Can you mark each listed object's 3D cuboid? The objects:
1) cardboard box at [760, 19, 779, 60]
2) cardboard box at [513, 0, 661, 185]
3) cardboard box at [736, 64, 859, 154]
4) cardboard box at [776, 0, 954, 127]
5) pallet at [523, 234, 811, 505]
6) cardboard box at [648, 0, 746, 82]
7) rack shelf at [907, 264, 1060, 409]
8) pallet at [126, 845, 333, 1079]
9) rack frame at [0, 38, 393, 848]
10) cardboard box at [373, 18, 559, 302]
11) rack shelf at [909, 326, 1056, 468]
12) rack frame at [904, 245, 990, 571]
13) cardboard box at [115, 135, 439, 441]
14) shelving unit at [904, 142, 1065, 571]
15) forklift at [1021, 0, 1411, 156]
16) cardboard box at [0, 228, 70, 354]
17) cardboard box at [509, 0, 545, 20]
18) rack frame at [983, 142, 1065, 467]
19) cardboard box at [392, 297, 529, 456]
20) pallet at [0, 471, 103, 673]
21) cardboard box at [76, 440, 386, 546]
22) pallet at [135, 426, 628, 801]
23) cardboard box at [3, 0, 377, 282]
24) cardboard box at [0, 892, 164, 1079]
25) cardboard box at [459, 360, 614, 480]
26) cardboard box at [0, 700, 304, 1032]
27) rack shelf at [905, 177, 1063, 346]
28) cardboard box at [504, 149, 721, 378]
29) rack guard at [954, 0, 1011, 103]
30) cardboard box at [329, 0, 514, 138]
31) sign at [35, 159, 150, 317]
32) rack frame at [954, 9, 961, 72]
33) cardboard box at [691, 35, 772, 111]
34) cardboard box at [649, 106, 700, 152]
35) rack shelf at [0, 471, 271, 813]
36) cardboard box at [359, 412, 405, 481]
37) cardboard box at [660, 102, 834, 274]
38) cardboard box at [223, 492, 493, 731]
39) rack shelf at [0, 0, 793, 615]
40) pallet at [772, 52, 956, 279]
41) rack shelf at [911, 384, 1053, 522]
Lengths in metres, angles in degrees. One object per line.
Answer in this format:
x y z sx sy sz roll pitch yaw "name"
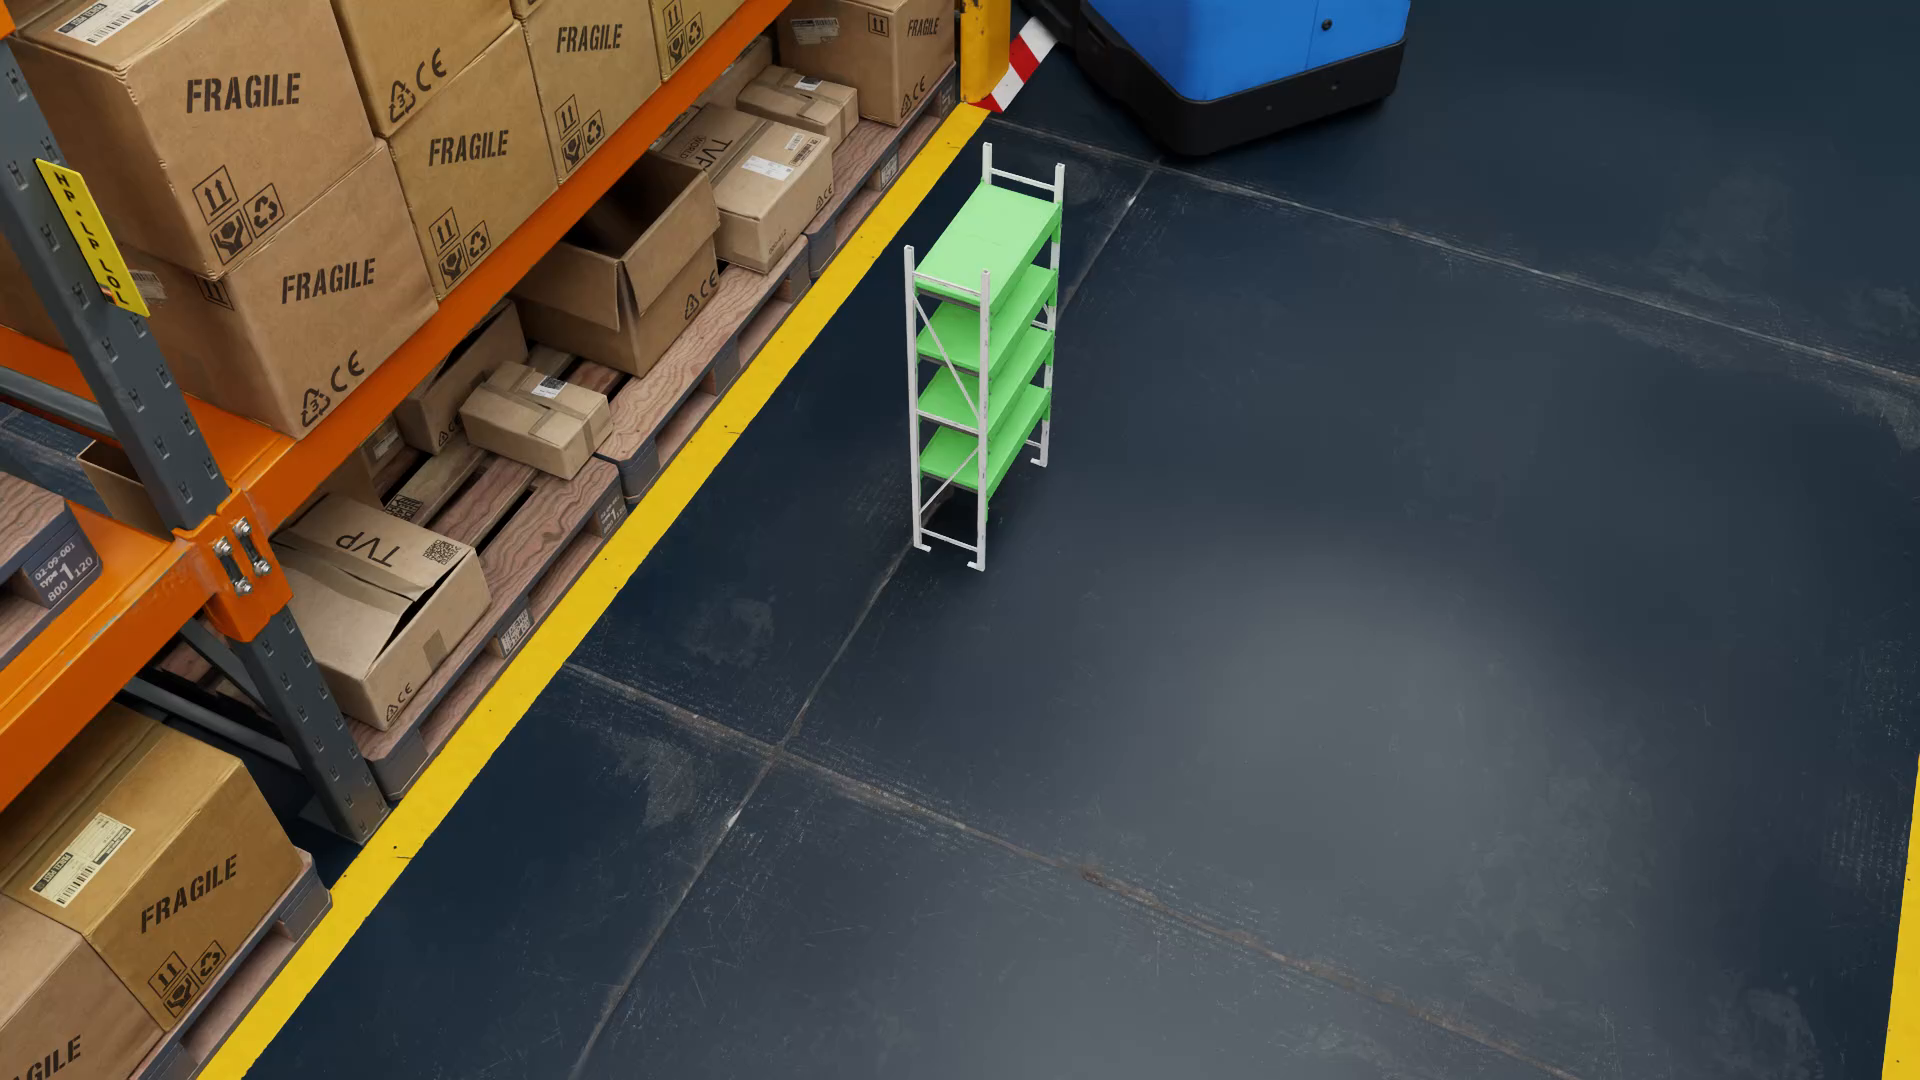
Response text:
-0.939 -1.968 6.527 0.380 0.166 0.250 20 52 16 "cardboard box"
-1.156 -1.330 4.347 0.500 0.500 0.500 20 52 16 "cardboard box"
-0.607 -1.613 6.224 0.380 0.166 0.250 20 52 16 "cardboard box"
-0.352 -1.971 6.310 0.500 0.500 0.500 20 52 16 "cardboard box"
-1.238 -0.750 5.750 1.003 0.211 1.213 20 52 16 "pallet"
-0.940 -1.681 4.645 0.500 0.500 0.500 19 52 16 "cardboard box"
0.071 -0.617 4.756 0.258 0.148 0.480 20 52 16 "rack shelf"
-2.365 1.138 4.143 1.003 0.211 1.213 20 52 16 "pallet"
-2.052 -0.338 3.568 1.000 3.000 0.127 20 52 16 "rack frame"
-1.372 -0.987 4.054 0.500 0.500 0.500 21 53 17 "cardboard box"
0.071 -0.461 4.939 0.258 0.148 0.480 20 52 16 "rack shelf"
-0.034 -0.335 4.747 0.240 1.200 0.015 20 52 16 "rack frame"
-1.588 -0.633 3.753 0.500 0.500 0.500 21 53 17 "cardboard box"
0.071 -0.503 4.890 0.258 1.200 0.503 20 52 16 "shelving unit"
0.651 -3.567 6.361 1.130 2.935 3.031 -21 53 -17 "forklift"
-2.070 -0.798 3.894 0.500 0.500 0.500 21 53 17 "cardboard box"
-1.156 -1.637 3.951 0.500 0.500 0.500 18 52 15 "cardboard box"
0.175 -0.671 5.033 0.240 1.200 0.015 20 52 16 "rack frame"
-1.744 -0.611 5.277 0.500 0.311 0.500 20 52 16 "cardboard box"
-2.492 0.239 3.203 1.003 0.211 1.213 20 52 16 "pallet"
-2.065 -0.155 4.765 0.500 0.500 0.500 20 52 16 "cardboard box"
-1.757 0.093 5.033 1.003 0.211 1.213 20 52 16 "pallet"
-1.596 -0.928 3.348 0.500 0.500 0.500 21 53 17 "cardboard box"
-2.222 1.100 3.697 0.500 0.500 0.500 20 52 16 "cardboard box"
-1.316 -0.380 5.175 0.380 0.166 0.250 20 52 16 "cardboard box"
-2.003 0.762 3.984 0.500 0.500 0.500 20 52 16 "cardboard box"
0.071 -0.772 4.573 0.258 0.148 0.480 20 52 16 "rack shelf"
-1.254 -0.967 5.454 0.797 0.503 0.637 20 52 16 "cardboard box"
-0.375 -2.230 6.820 1.175 0.500 0.348 20 52 16 "rack guard"
-1.376 -1.283 3.650 0.500 0.500 0.500 18 52 15 "cardboard box"
-1.548 -0.535 2.976 0.100 0.325 0.005 20 52 16 "sign"
-0.343 -3.093 5.912 1.000 3.000 0.127 20 52 16 "rack frame"
-1.045 -1.718 6.259 0.500 0.250 0.500 20 52 16 "cardboard box"
-1.259 -1.373 5.966 0.500 0.250 0.500 20 52 16 "cardboard box"
-2.906 1.272 2.670 1.077 0.370 4.000 20 52 16 "rack shelf"
-1.959 -0.319 5.135 0.380 0.149 0.250 20 52 16 "cardboard box"
-0.785 -1.245 5.857 0.500 0.250 0.500 20 52 16 "cardboard box"
-1.677 0.172 4.611 0.500 0.311 0.500 20 52 16 "cardboard box"
-1.197 -1.482 5.014 1.077 0.370 4.000 20 52 16 "rack shelf"
-0.715 -1.587 6.462 1.003 0.211 1.213 20 52 16 "pallet"
0.071 -0.306 5.121 0.258 0.148 0.480 20 52 16 "rack shelf"
